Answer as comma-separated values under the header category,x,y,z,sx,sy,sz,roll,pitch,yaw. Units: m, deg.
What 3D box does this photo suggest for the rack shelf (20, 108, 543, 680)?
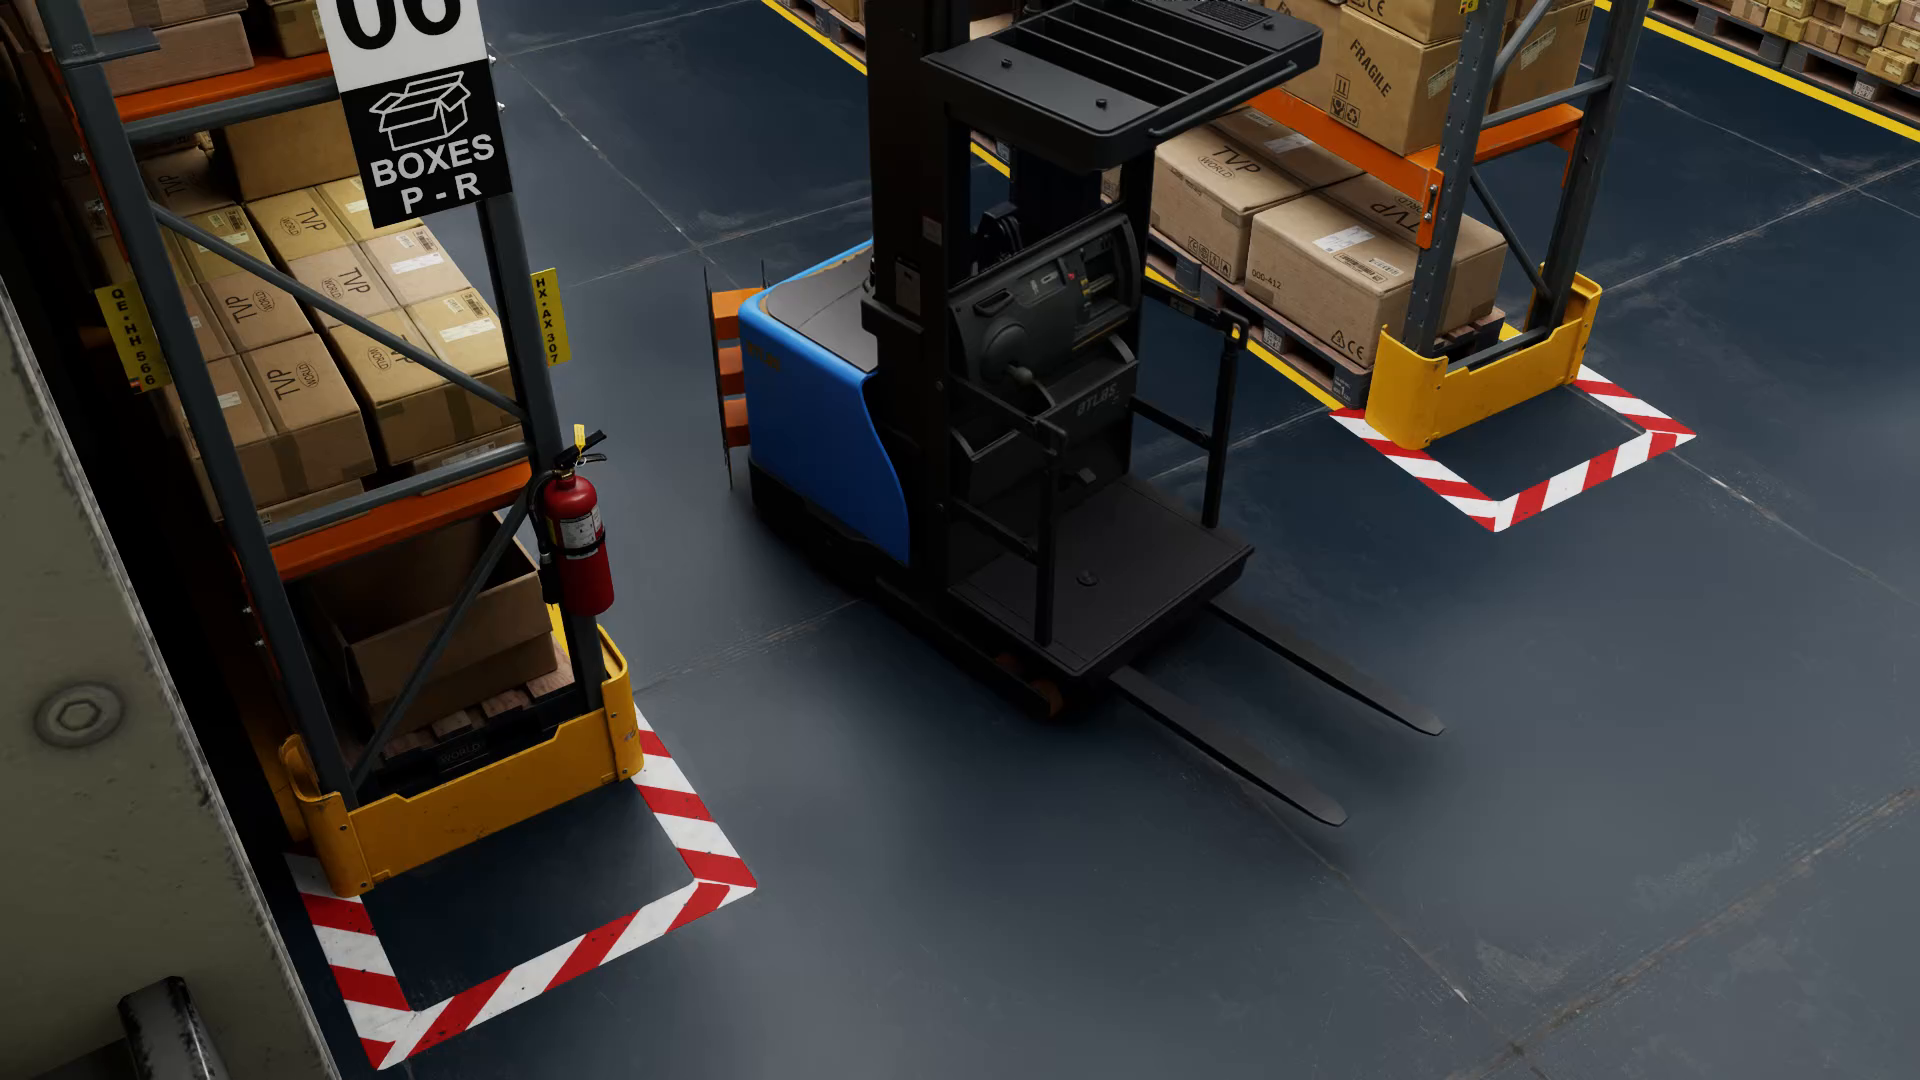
category,x,y,z,sx,sy,sz,roll,pitch,yaw
rack shelf,-2.780,-0.952,6.611,1.077,0.370,4.000,-22,45,-24

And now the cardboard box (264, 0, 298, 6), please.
category,x,y,z,sx,sy,sz,roll,pitch,yaw
cardboard box,-1.713,-1.691,4.478,0.500,0.250,0.500,-23,45,-25

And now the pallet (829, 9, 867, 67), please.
category,x,y,z,sx,sy,sz,roll,pitch,yaw
pallet,-0.151,-3.338,11.090,1.003,0.211,1.213,-22,45,-24

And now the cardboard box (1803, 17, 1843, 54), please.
category,x,y,z,sx,sy,sz,roll,pitch,yaw
cardboard box,5.702,-3.301,10.767,0.380,0.149,0.250,-22,44,-24

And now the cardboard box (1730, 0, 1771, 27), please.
category,x,y,z,sx,sy,sz,roll,pitch,yaw
cardboard box,5.382,-3.572,11.092,0.380,0.149,0.250,-21,44,-24

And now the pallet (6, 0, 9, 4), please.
category,x,y,z,sx,sy,sz,roll,pitch,yaw
pallet,-4.193,-2.703,8.300,1.003,0.211,1.213,-22,45,-24

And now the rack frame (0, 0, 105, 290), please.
category,x,y,z,sx,sy,sz,roll,pitch,yaw
rack frame,-3.856,-2.308,7.676,1.000,3.000,0.127,-22,45,-24

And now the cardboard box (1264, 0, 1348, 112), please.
category,x,y,z,sx,sy,sz,roll,pitch,yaw
cardboard box,1.739,-2.343,7.641,0.500,0.500,0.500,-23,45,-25

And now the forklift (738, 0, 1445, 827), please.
category,x,y,z,sx,sy,sz,roll,pitch,yaw
forklift,0.474,-0.808,5.930,1.130,2.935,3.031,-32,50,-33

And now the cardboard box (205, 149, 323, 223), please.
category,x,y,z,sx,sy,sz,roll,pitch,yaw
cardboard box,-2.561,-1.356,6.419,0.500,0.250,0.500,-23,45,-25

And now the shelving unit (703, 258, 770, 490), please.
category,x,y,z,sx,sy,sz,roll,pitch,yaw
shelving unit,-0.936,-0.711,7.282,0.252,1.050,0.215,-9,41,-11

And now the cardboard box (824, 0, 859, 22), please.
category,x,y,z,sx,sy,sz,roll,pitch,yaw
cardboard box,-0.566,-4.155,11.225,0.875,0.875,0.875,-21,44,-23

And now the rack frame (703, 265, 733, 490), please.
category,x,y,z,sx,sy,sz,roll,pitch,yaw
rack frame,-1.054,-0.692,7.260,0.008,1.050,0.200,-9,41,-11

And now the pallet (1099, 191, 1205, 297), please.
category,x,y,z,sx,sy,sz,roll,pitch,yaw
pallet,1.330,-1.851,9.306,1.003,0.211,1.213,-22,45,-24

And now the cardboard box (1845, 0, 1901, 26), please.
category,x,y,z,sx,sy,sz,roll,pitch,yaw
cardboard box,5.766,-3.362,10.376,0.380,0.149,0.250,-23,45,-25

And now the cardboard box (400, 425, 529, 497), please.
category,x,y,z,sx,sy,sz,roll,pitch,yaw
cardboard box,-1.650,-0.324,5.492,0.380,0.149,0.250,-23,45,-25

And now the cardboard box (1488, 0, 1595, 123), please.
category,x,y,z,sx,sy,sz,roll,pitch,yaw
cardboard box,2.462,-2.256,7.536,0.500,0.500,0.500,-23,45,-25

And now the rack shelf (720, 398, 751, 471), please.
category,x,y,z,sx,sy,sz,roll,pitch,yaw
rack shelf,-0.937,-0.489,7.467,0.240,0.259,0.215,-9,41,-11

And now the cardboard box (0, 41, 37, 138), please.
category,x,y,z,sx,sy,sz,roll,pitch,yaw
cardboard box,-3.817,-2.004,7.197,0.500,0.250,0.500,-23,45,-25

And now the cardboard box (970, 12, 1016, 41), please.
category,x,y,z,sx,sy,sz,roll,pitch,yaw
cardboard box,0.575,-2.820,9.964,0.875,0.438,0.875,-23,45,-25

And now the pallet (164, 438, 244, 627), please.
category,x,y,z,sx,sy,sz,roll,pitch,yaw
pallet,-2.827,-0.206,7.333,1.003,0.211,1.213,-22,45,-24

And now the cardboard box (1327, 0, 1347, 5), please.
category,x,y,z,sx,sy,sz,roll,pitch,yaw
cardboard box,1.712,-2.732,7.326,0.500,0.500,0.500,-22,45,-24

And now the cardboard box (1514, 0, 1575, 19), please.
category,x,y,z,sx,sy,sz,roll,pitch,yaw
cardboard box,2.460,-2.639,7.215,0.500,0.500,0.500,-23,45,-25

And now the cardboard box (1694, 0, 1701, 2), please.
category,x,y,z,sx,sy,sz,roll,pitch,yaw
cardboard box,5.103,-3.849,11.425,0.380,0.149,0.250,-23,45,-26

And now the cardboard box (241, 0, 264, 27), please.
category,x,y,z,sx,sy,sz,roll,pitch,yaw
cardboard box,-1.843,-1.589,4.667,0.380,0.149,0.250,-21,44,-24

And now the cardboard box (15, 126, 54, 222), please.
category,x,y,z,sx,sy,sz,roll,pitch,yaw
cardboard box,-4.628,-1.943,8.863,0.500,0.500,0.500,-24,45,-26

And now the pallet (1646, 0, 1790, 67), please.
category,x,y,z,sx,sy,sz,roll,pitch,yaw
pallet,5.498,-3.696,11.521,1.003,0.211,1.213,-22,45,-24

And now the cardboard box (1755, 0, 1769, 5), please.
category,x,y,z,sx,sy,sz,roll,pitch,yaw
cardboard box,5.381,-3.685,10.995,0.380,0.149,0.250,-20,44,-22

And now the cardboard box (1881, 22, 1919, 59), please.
category,x,y,z,sx,sy,sz,roll,pitch,yaw
cardboard box,5.978,-3.144,10.347,0.380,0.149,0.250,-23,45,-25

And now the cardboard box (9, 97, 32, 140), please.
category,x,y,z,sx,sy,sz,roll,pitch,yaw
cardboard box,-4.741,-2.255,8.731,0.380,0.149,0.250,-24,46,-26

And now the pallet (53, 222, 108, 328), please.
category,x,y,z,sx,sy,sz,roll,pitch,yaw
pallet,-4.325,-1.662,9.080,1.003,0.211,1.213,-22,45,-24

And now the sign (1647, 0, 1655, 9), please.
category,x,y,z,sx,sy,sz,roll,pitch,yaw
sign,2.949,-2.410,7.061,0.100,0.325,0.005,-22,45,-24

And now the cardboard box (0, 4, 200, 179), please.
category,x,y,z,sx,sy,sz,roll,pitch,yaw
cardboard box,-3.279,-1.757,6.315,0.500,0.500,0.500,-23,45,-26

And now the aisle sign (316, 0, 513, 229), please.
category,x,y,z,sx,sy,sz,roll,pitch,yaw
aisle sign,-1.421,-1.212,4.330,0.394,0.787,0.004,-22,45,-24

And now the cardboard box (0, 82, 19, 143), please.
category,x,y,z,sx,sy,sz,roll,pitch,yaw
cardboard box,-5.197,-2.513,9.547,0.500,0.500,0.500,-24,45,-26

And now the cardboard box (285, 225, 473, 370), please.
category,x,y,z,sx,sy,sz,roll,pitch,yaw
cardboard box,-1.993,-0.815,5.770,0.500,0.250,0.500,-22,44,-24

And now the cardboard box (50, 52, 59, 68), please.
category,x,y,z,sx,sy,sz,roll,pitch,yaw
cardboard box,-2.266,-1.419,4.463,0.380,0.149,0.250,-21,44,-24

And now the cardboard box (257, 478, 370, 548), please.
category,x,y,z,sx,sy,sz,roll,pitch,yaw
cardboard box,-2.109,-0.139,5.270,0.380,0.149,0.250,-23,45,-25

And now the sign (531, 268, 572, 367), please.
category,x,y,z,sx,sy,sz,roll,pitch,yaw
sign,-1.247,-0.668,5.033,0.100,0.325,0.005,-22,45,-24

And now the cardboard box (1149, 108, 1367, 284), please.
category,x,y,z,sx,sy,sz,roll,pitch,yaw
cardboard box,1.540,-1.849,8.800,0.875,0.438,0.875,-21,44,-23

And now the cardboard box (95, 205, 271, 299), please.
category,x,y,z,sx,sy,sz,roll,pitch,yaw
cardboard box,-2.714,-0.910,5.884,0.500,0.250,0.500,-21,44,-23

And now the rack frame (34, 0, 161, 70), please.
category,x,y,z,sx,sy,sz,roll,pitch,yaw
rack frame,-1.705,-2.454,3.165,1.000,3.000,0.127,-22,45,-24

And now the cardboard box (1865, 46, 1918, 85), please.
category,x,y,z,sx,sy,sz,roll,pitch,yaw
cardboard box,5.915,-3.000,10.406,0.380,0.149,0.250,-21,44,-23

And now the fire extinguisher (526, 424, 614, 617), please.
category,x,y,z,sx,sy,sz,roll,pitch,yaw
fire extinguisher,-1.236,-0.056,5.325,0.296,0.674,0.183,-22,45,-24

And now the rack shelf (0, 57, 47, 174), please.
category,x,y,z,sx,sy,sz,roll,pitch,yaw
rack shelf,-4.931,-3.111,9.202,1.077,0.370,4.000,-22,45,-24

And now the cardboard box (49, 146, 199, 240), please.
category,x,y,z,sx,sy,sz,roll,pitch,yaw
cardboard box,-3.266,-1.457,6.540,0.500,0.250,0.500,-21,44,-23

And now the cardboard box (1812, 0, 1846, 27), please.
category,x,y,z,sx,sy,sz,roll,pitch,yaw
cardboard box,5.734,-3.445,10.708,0.380,0.149,0.250,-23,45,-25

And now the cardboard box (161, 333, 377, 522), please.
category,x,y,z,sx,sy,sz,roll,pitch,yaw
cardboard box,-2.176,-0.362,5.227,0.500,0.250,0.500,-21,44,-23

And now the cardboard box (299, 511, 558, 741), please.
category,x,y,z,sx,sy,sz,roll,pitch,yaw
cardboard box,-1.954,0.286,6.185,0.797,0.503,0.637,-24,45,-26

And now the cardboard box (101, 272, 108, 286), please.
category,x,y,z,sx,sy,sz,roll,pitch,yaw
cardboard box,-2.981,-0.953,6.246,0.380,0.149,0.250,-22,45,-25

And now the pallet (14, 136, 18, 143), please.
category,x,y,z,sx,sy,sz,roll,pitch,yaw
pallet,-5.637,-2.979,10.661,1.003,0.211,1.213,-22,45,-24

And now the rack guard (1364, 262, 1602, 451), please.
category,x,y,z,sx,sy,sz,roll,pitch,yaw
rack guard,2.491,-0.886,7.923,1.175,0.500,0.348,-22,45,-24
